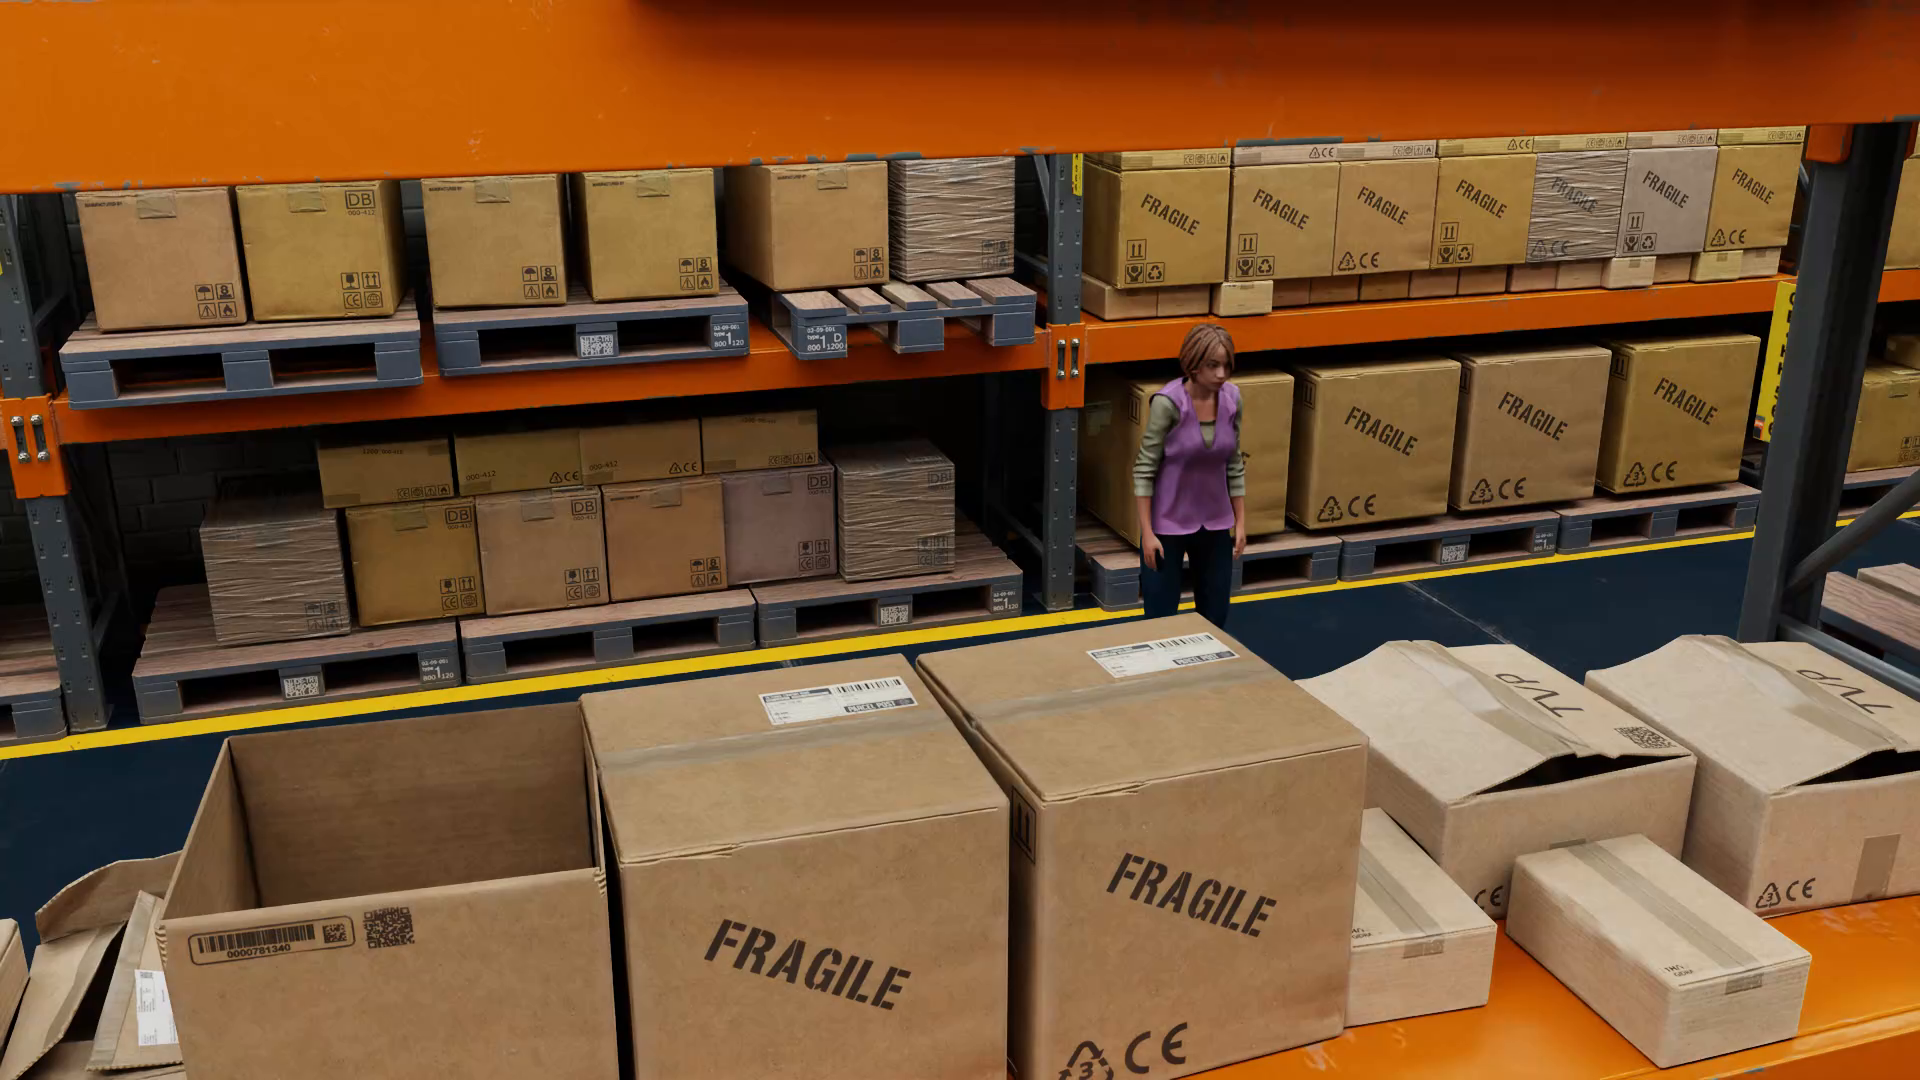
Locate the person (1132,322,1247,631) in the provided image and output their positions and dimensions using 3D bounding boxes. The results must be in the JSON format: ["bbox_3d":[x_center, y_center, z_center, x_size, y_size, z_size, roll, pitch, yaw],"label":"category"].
[{"bbox_3d":[0.846,-0.026,6.157,0.460,1.594,0.336,-7,21,-19],"label":"person"}]
